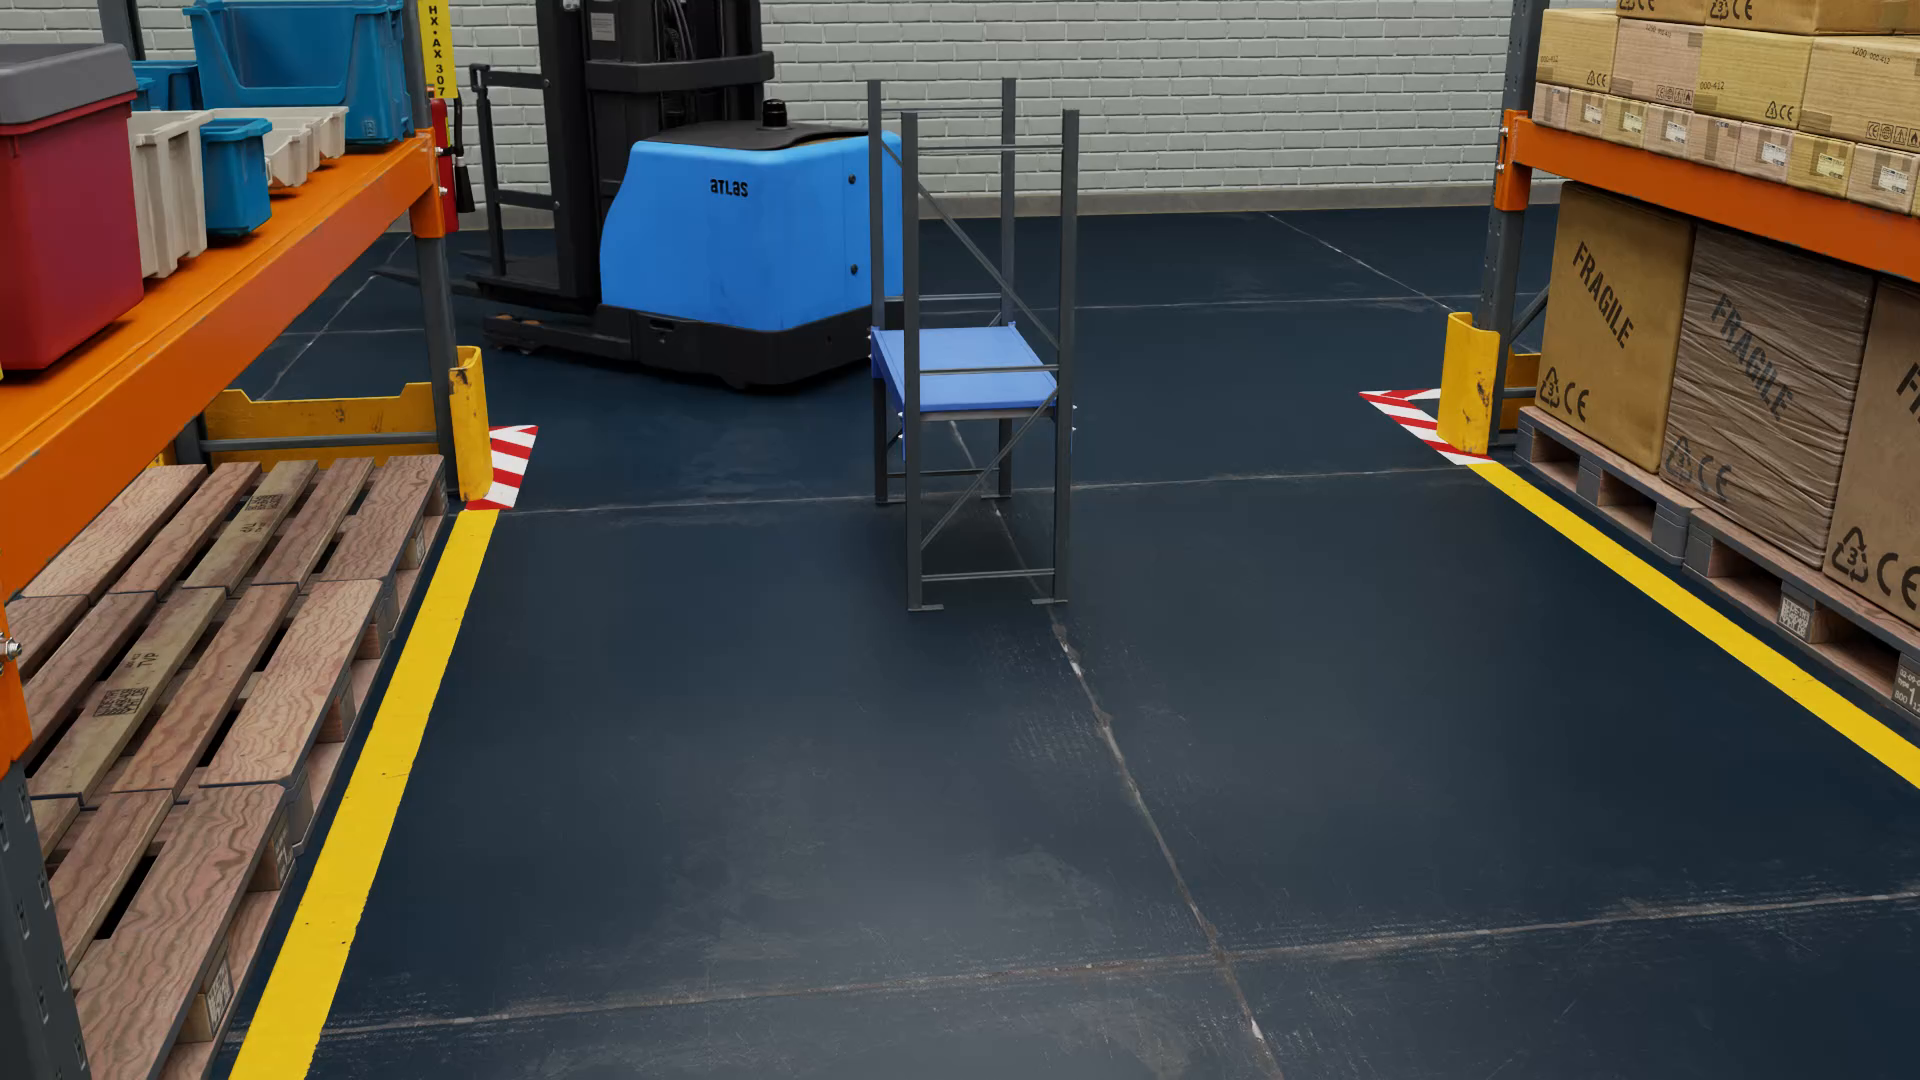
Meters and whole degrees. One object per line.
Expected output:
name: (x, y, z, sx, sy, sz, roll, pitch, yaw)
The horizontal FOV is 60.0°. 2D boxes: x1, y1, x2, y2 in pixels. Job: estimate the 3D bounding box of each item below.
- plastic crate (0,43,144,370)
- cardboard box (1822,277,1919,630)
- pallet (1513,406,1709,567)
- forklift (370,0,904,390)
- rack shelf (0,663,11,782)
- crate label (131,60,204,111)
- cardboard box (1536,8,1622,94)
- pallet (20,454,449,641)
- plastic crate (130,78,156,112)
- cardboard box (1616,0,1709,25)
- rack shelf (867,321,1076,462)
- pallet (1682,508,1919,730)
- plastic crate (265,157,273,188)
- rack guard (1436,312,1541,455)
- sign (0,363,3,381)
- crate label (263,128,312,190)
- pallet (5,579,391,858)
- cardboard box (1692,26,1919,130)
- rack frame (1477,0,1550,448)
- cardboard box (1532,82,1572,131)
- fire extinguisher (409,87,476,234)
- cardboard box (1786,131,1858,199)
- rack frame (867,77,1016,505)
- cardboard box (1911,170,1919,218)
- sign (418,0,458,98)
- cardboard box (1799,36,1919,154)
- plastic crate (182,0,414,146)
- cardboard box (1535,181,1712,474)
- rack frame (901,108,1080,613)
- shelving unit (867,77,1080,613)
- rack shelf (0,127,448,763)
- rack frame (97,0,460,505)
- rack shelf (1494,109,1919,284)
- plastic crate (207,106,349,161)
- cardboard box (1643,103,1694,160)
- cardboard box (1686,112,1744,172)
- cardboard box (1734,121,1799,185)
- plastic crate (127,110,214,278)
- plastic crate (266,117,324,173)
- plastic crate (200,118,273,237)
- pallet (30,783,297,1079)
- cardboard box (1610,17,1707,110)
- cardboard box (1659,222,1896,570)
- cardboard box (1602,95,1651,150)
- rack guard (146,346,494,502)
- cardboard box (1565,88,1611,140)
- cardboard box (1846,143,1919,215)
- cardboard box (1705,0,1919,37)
plastic crate: (-1.635, -0.566, 2.768, 0.402, 0.464, 0.583, -3, 21, -8)
cardboard box: (3.001, -0.182, 4.352, 0.875, 0.875, 0.875, -3, 21, -8)
pallet: (2.763, -0.242, 6.062, 1.003, 0.211, 1.213, -3, 21, -8)
forklift: (-1.760, -2.425, 8.019, 3.031, 2.935, 1.130, 13, 24, 32)
rack shelf: (-1.466, 0.843, 0.200, 1.077, 0.370, 4.000, -3, 21, -8)
crate label: (-2.621, -1.419, 5.382, 0.416, 0.233, 0.303, -3, 21, -8)
cardboard box: (2.373, -1.710, 5.798, 0.500, 0.250, 0.500, -3, 21, -9)
pallet: (-2.250, 0.022, 5.354, 1.003, 0.211, 1.213, -3, 21, -8)
plastic crate: (-2.526, -1.191, 4.771, 0.416, 0.233, 0.300, -3, 21, -8)
cardboard box: (2.445, -1.889, 5.203, 0.500, 0.500, 0.500, -3, 21, -9)
rack shelf: (0.012, -0.505, 5.438, 0.538, 0.185, 1.000, -3, 21, -8)
pallet: (2.936, 0.180, 4.934, 1.003, 0.211, 1.213, -3, 21, -8)
plastic crate: (-1.881, -0.905, 4.143, 0.298, 0.136, 0.250, -3, 21, -8)
rack guard: (2.567, -0.658, 6.765, 1.175, 0.500, 0.348, -3, 21, -8)
sign: (-1.209, -0.343, 1.952, 0.100, 0.325, 0.005, -3, 21, -8)
crate label: (-1.942, -1.006, 4.415, 0.396, 0.136, 0.243, -3, 21, -8)
pallet: (-2.078, 0.444, 4.226, 1.003, 0.211, 1.213, -3, 21, -8)
cardboard box: (2.523, -1.357, 4.850, 0.500, 0.250, 0.500, -4, 21, -10)
rack frame: (2.571, -1.821, 6.305, 1.000, 3.000, 0.127, -3, 21, -8)
cardboard box: (2.295, -1.564, 5.975, 0.380, 0.149, 0.250, -3, 21, -7)
fire extinguisher: (-1.903, -1.436, 5.916, 0.296, 0.674, 0.183, -3, 21, -8)
cardboard box: (2.518, -1.031, 4.550, 0.380, 0.149, 0.250, -3, 21, -9)
rack frame: (-0.061, -0.849, 5.846, 0.500, 1.500, 0.032, -3, 21, -8)
cardboard box: (2.593, -0.852, 4.071, 0.380, 0.149, 0.250, -3, 21, -9)
sign: (-1.789, -1.681, 5.697, 0.100, 0.325, 0.005, -3, 21, -8)
cardboard box: (2.603, -1.176, 4.368, 0.500, 0.250, 0.500, -3, 21, -9)
plastic crate: (-2.098, -1.509, 5.334, 0.616, 0.435, 0.499, -3, 21, -8)
cardboard box: (2.742, -0.805, 6.021, 0.875, 0.875, 0.875, -3, 21, -8)
rack frame: (0.086, -0.497, 4.903, 0.500, 1.500, 0.032, -3, 21, -8)
shelving unit: (0.012, -0.673, 5.375, 0.538, 1.500, 1.048, -3, 21, -8)
rack shelf: (-2.042, -0.542, 3.908, 1.077, 0.370, 4.000, -3, 21, -8)
rack frame: (-2.331, -1.571, 5.636, 1.000, 3.000, 0.127, -3, 21, -8)
rack shelf: (2.859, -0.792, 4.577, 1.077, 0.370, 4.000, -3, 21, -8)
plastic crate: (-2.034, -1.203, 4.940, 0.396, 0.136, 0.243, -3, 21, -8)
cardboard box: (2.410, -1.296, 5.259, 0.380, 0.149, 0.250, -3, 21, -9)
cardboard box: (2.445, -1.208, 5.023, 0.380, 0.149, 0.250, -3, 21, -9)
cardboard box: (2.483, -1.119, 4.784, 0.380, 0.149, 0.250, -3, 21, -8)
plastic crate: (-1.792, -0.697, 3.379, 0.437, 0.282, 0.530, -3, 21, -8)
plastic crate: (-2.006, -1.102, 4.670, 0.396, 0.136, 0.243, -3, 21, -8)
plastic crate: (-1.781, -0.823, 3.786, 0.416, 0.233, 0.300, -3, 21, -8)
pallet: (-1.898, 0.867, 3.092, 1.003, 0.211, 1.213, -3, 21, -8)
cardboard box: (2.454, -1.531, 5.317, 0.500, 0.250, 0.500, -3, 21, -8)
cardboard box: (2.873, -0.490, 5.177, 0.875, 0.875, 0.875, -3, 21, -8)
cardboard box: (2.371, -1.387, 5.500, 0.380, 0.149, 0.250, -3, 21, -9)
rack guard: (-2.347, -0.408, 6.094, 1.175, 0.500, 0.348, -3, 21, -8)
cardboard box: (2.334, -1.475, 5.738, 0.380, 0.149, 0.250, -3, 21, -9)
cardboard box: (2.558, -0.941, 4.307, 0.380, 0.149, 0.250, -3, 21, -7)
cardboard box: (2.525, -1.710, 4.724, 0.500, 0.500, 0.500, -3, 21, -9)
